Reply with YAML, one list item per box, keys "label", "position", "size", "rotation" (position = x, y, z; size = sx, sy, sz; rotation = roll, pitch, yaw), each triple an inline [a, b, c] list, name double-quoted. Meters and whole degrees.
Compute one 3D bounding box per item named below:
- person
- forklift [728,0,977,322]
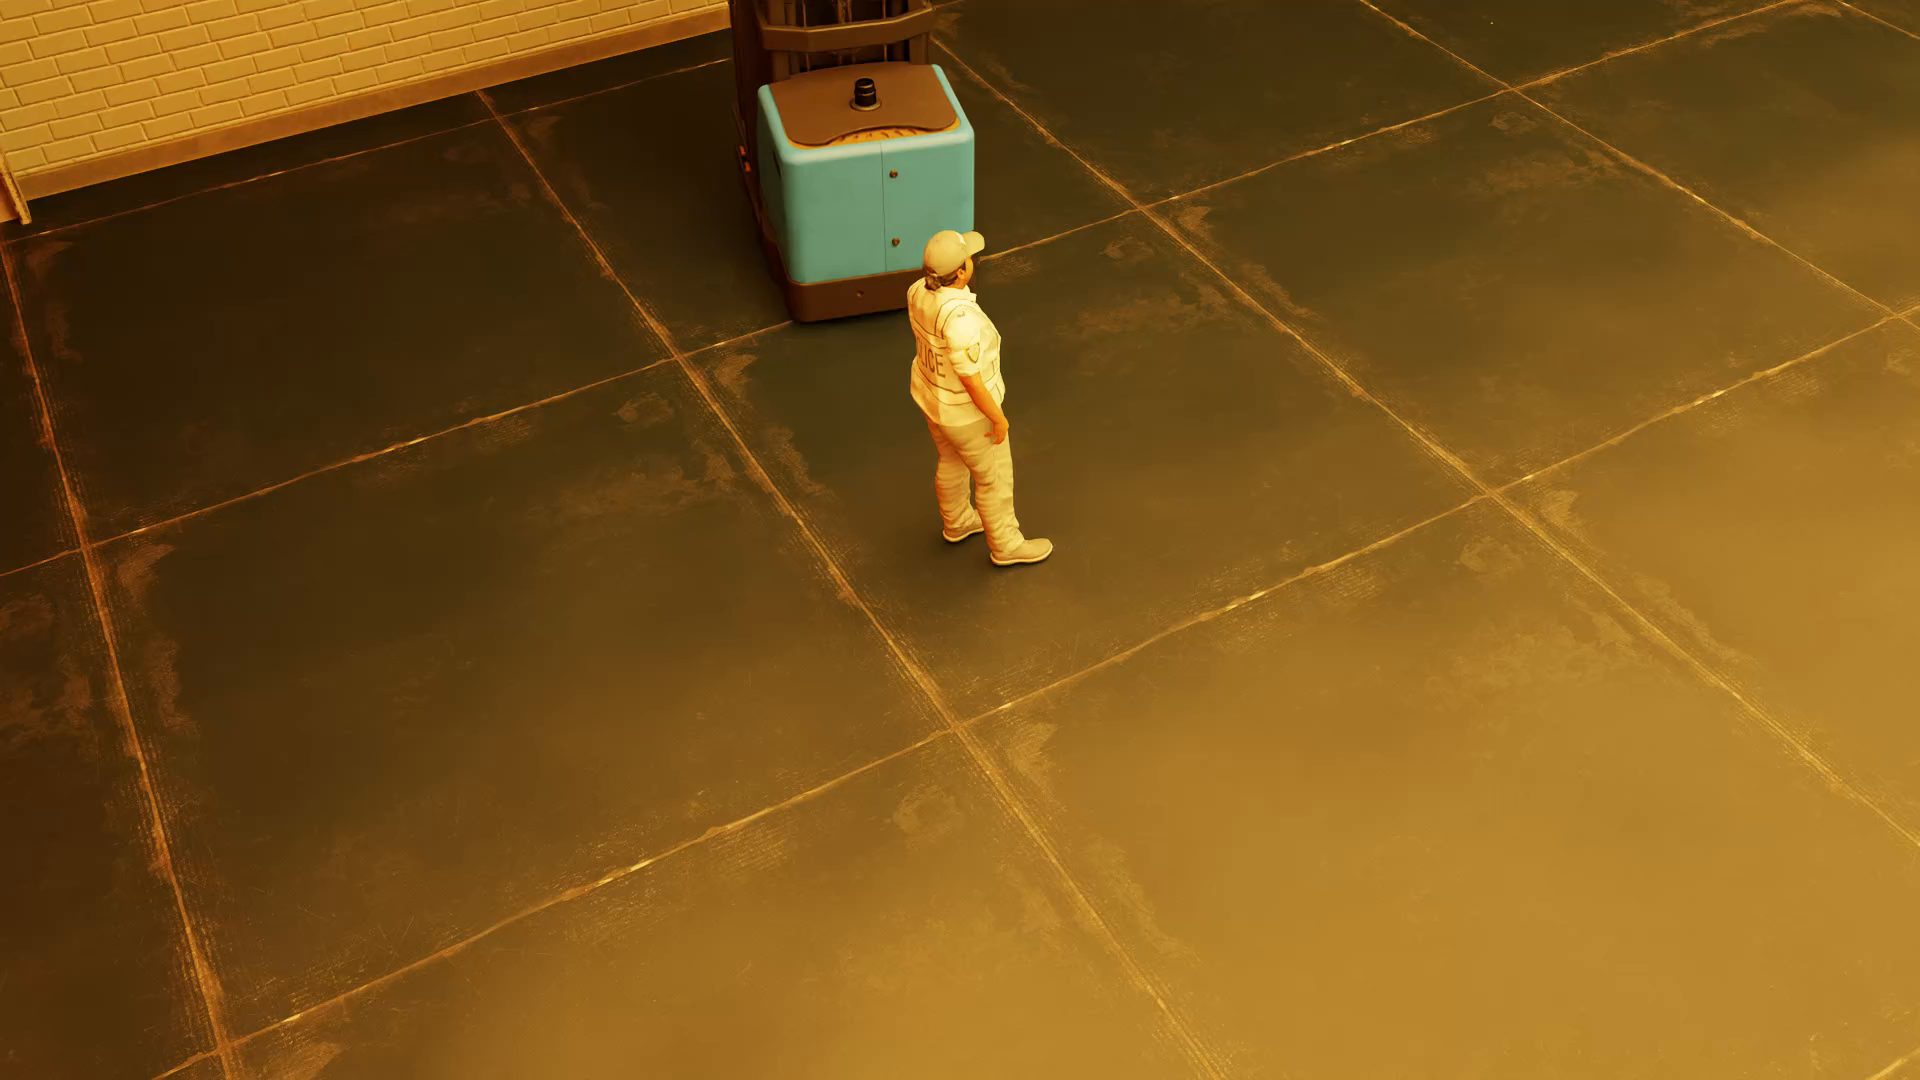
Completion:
- label: "person"
  position: [0.078, -0.629, 7.295]
  size: [0.529, 1.670, 0.599]
  rotation: [-21, 47, -21]
- label: "forklift"
  position: [-0.768, -3.276, 9.231]
  size: [1.130, 2.935, 3.031]
  rotation: [-10, 44, -10]
